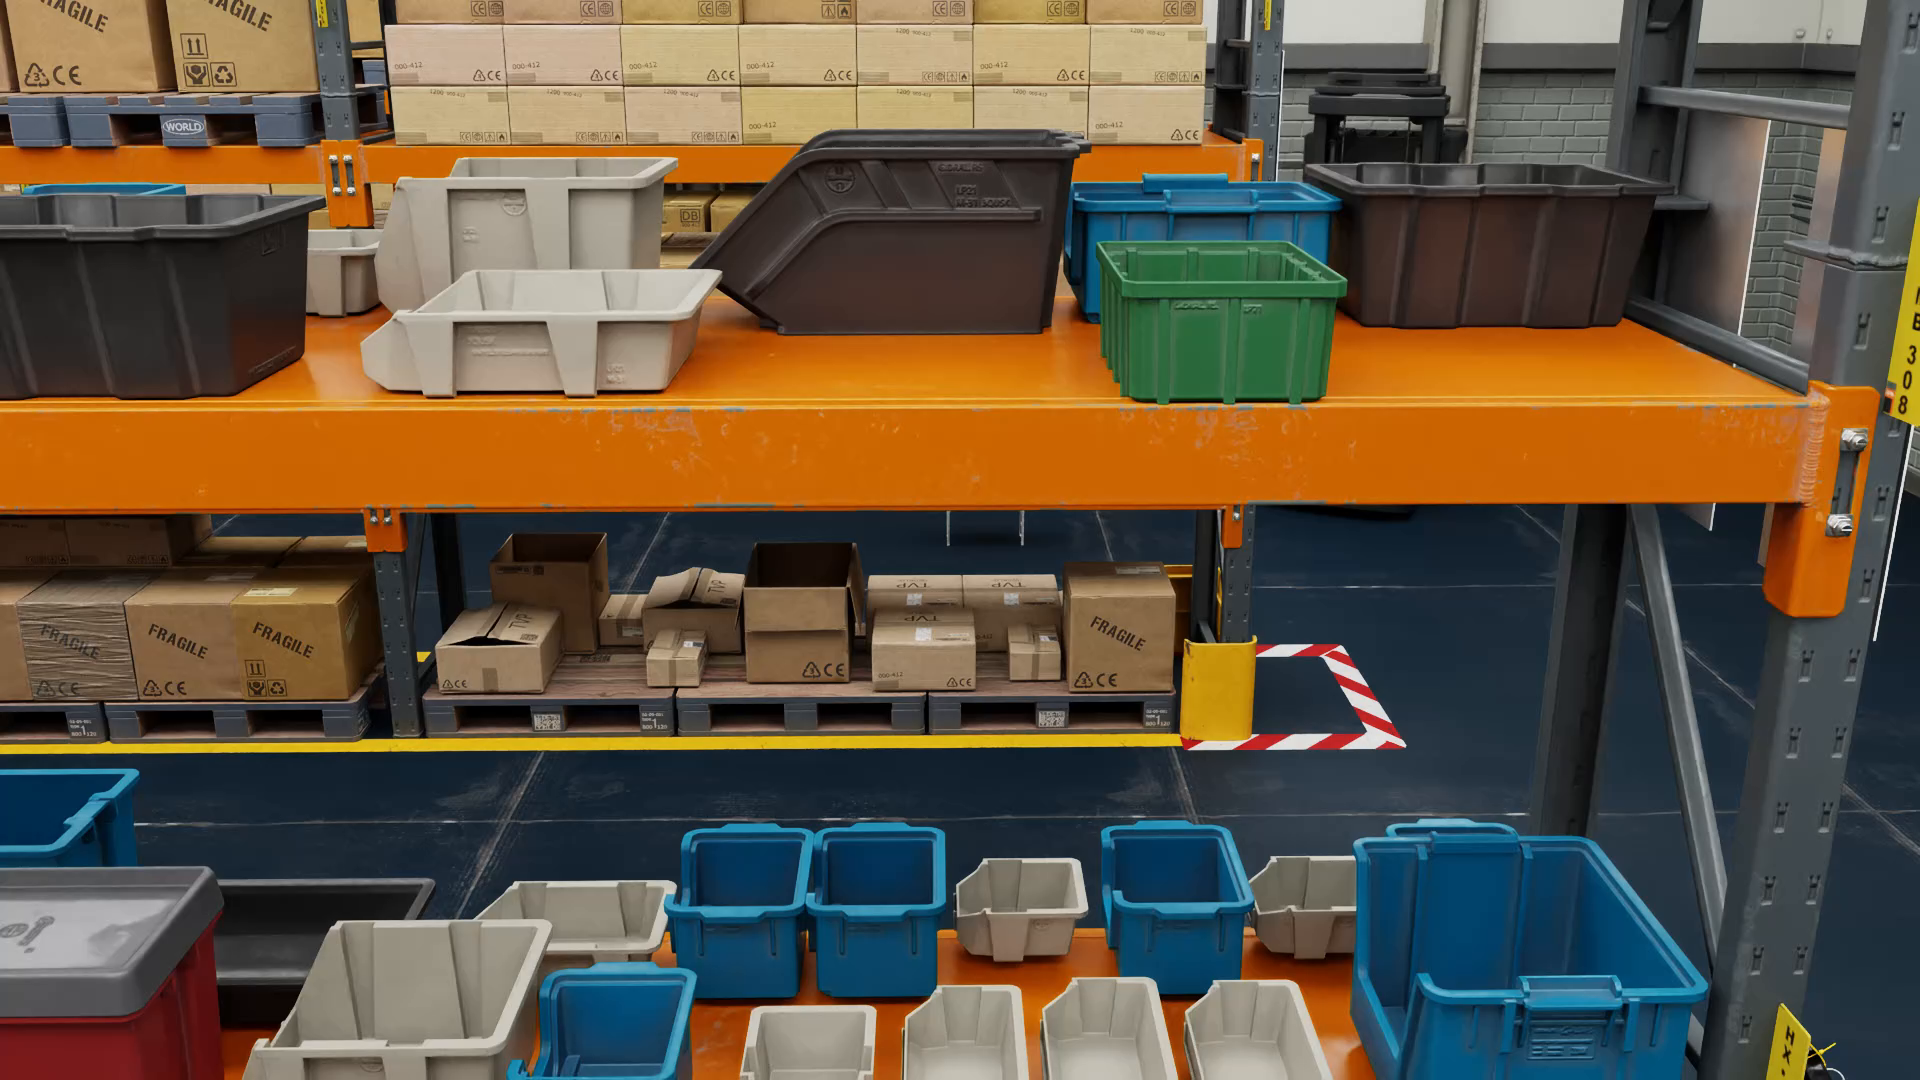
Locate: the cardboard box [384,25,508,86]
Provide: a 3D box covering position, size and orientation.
[{"bbox_3d":[-2.197,-2.140,7.324,0.500,0.250,0.500,0,18,-1],"label":"cardboard box"}]

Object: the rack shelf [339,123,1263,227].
[{"bbox_3d":[-0.687,-1.714,7.747,4.000,0.370,1.077,0,18,-1],"label":"rack shelf"}]

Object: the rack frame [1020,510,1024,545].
[{"bbox_3d":[0.409,-0.573,10.870,0.015,1.200,0.240,0,18,-1],"label":"rack frame"}]

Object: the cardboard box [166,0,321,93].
[{"bbox_3d":[-3.192,-2.362,7.575,0.600,0.600,0.600,-2,18,-6],"label":"cardboard box"}]

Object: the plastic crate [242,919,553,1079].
[{"bbox_3d":[-1.083,0.971,3.205,0.530,0.282,0.437,0,18,-1],"label":"plastic crate"}]

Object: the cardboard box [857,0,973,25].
[{"bbox_3d":[-0.200,-2.571,7.439,0.500,0.500,0.700,0,18,-1],"label":"cardboard box"}]

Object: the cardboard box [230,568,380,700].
[{"bbox_3d":[-3.176,0.452,8.099,0.500,0.500,0.500,0,18,-1],"label":"cardboard box"}]

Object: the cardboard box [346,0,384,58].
[{"bbox_3d":[-4.206,-3.824,12.262,0.500,0.500,0.700,-1,18,-2],"label":"cardboard box"}]

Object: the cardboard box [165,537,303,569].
[{"bbox_3d":[-3.708,0.296,8.586,0.500,0.500,0.500,0,18,0],"label":"cardboard box"}]

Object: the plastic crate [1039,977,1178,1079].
[{"bbox_3d":[0.284,1.028,3.265,0.243,0.136,0.396,0,18,-1],"label":"plastic crate"}]

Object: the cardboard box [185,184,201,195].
[{"bbox_3d":[-5.773,-2.594,12.313,0.500,0.250,0.500,-1,18,-2],"label":"cardboard box"}]

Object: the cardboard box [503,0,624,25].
[{"bbox_3d":[-1.699,-2.544,7.355,0.500,0.500,0.700,0,18,-1],"label":"cardboard box"}]

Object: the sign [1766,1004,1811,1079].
[{"bbox_3d":[1.412,0.965,2.861,0.005,0.325,0.100,0,18,-1],"label":"sign"}]

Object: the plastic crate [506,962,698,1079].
[{"bbox_3d":[-0.662,1.014,3.150,0.300,0.233,0.416,0,18,-1],"label":"plastic crate"}]

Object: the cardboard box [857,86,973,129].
[{"bbox_3d":[-0.197,-1.906,7.414,0.500,0.250,0.500,0,18,-1],"label":"cardboard box"}]

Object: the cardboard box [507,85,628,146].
[{"bbox_3d":[-1.697,-1.903,7.405,0.500,0.250,0.500,0,18,-1],"label":"cardboard box"}]

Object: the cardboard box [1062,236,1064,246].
[{"bbox_3d":[0.342,-1.235,8.186,0.500,0.500,0.500,0,18,0],"label":"cardboard box"}]

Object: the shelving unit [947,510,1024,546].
[{"bbox_3d":[0.165,-0.572,10.867,0.503,1.200,0.258,0,18,-1],"label":"shelving unit"}]

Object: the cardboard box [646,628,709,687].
[{"bbox_3d":[-1.399,0.578,8.253,0.250,0.166,0.380,0,18,-1],"label":"cardboard box"}]

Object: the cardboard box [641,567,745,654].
[{"bbox_3d":[-1.372,0.359,8.698,0.500,0.311,0.500,0,18,-1],"label":"cardboard box"}]

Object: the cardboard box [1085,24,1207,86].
[{"bbox_3d":[0.803,-2.152,7.363,0.500,0.250,0.500,0,18,-1],"label":"cardboard box"}]

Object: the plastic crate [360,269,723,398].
[{"bbox_3d":[-0.675,-0.342,2.724,0.530,0.136,0.437,0,18,-1],"label":"plastic crate"}]

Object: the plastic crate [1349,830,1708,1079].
[{"bbox_3d":[1.055,0.888,3.212,0.499,0.435,0.616,0,18,-1],"label":"plastic crate"}]

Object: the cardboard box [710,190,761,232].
[{"bbox_3d":[-1.496,-2.274,12.734,0.700,0.700,0.980,-1,18,-2],"label":"cardboard box"}]

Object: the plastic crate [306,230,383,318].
[{"bbox_3d":[-1.347,-0.531,3.312,0.466,0.136,0.293,0,18,-1],"label":"plastic crate"}]

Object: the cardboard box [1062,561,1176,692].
[{"bbox_3d":[0.773,0.421,8.197,0.500,0.500,0.500,0,18,-1],"label":"cardboard box"}]

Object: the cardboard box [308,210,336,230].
[{"bbox_3d":[-4.738,-2.242,12.442,0.500,0.500,0.500,0,18,1],"label":"cardboard box"}]

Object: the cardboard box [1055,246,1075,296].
[{"bbox_3d":[0.367,-1.073,7.680,0.500,0.500,0.500,0,18,1],"label":"cardboard box"}]

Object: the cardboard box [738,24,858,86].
[{"bbox_3d":[-0.697,-2.144,7.337,0.500,0.250,0.500,0,18,-1],"label":"cardboard box"}]

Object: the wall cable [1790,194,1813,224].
[{"bbox_3d":[6.891,-3.447,12.144,0.112,2.526,3.097,0,18,-1],"label":"wall cable"}]

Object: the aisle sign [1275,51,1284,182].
[{"bbox_3d":[1.386,-1.782,7.437,0.004,0.787,0.394,0,18,-1],"label":"aisle sign"}]

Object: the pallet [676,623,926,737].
[{"bbox_3d":[-0.777,0.700,8.521,1.213,0.211,1.003,0,18,-1],"label":"pallet"}]

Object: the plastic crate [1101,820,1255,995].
[{"bbox_3d":[0.477,0.830,3.725,0.300,0.233,0.416,0,18,-1],"label":"plastic crate"}]

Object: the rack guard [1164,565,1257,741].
[{"bbox_3d":[1.236,0.553,8.506,0.348,0.500,1.175,0,18,-1],"label":"rack guard"}]

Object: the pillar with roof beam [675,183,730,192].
[{"bbox_3d":[-2.015,-3.941,8.600,0.400,9.000,9.100,0,18,-1],"label":"pillar with roof beam"}]

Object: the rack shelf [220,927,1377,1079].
[{"bbox_3d":[-0.613,1.227,3.489,4.000,0.370,1.077,0,18,-1],"label":"rack shelf"}]

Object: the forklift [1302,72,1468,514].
[{"bbox_3d":[3.110,-1.987,12.444,1.130,2.935,3.031,7,19,19],"label":"forklift"}]

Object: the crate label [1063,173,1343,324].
[{"bbox_3d":[0.459,-0.577,3.267,0.502,0.251,0.408,0,18,-1],"label":"crate label"}]

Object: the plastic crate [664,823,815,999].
[{"bbox_3d":[-0.482,0.835,3.711,0.300,0.233,0.416,0,18,-1],"label":"plastic crate"}]

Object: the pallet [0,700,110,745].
[{"bbox_3d":[-4.723,0.732,8.422,1.213,0.211,1.003,0,18,-1],"label":"pallet"}]

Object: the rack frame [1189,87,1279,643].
[{"bbox_3d":[1.312,-0.638,8.125,0.127,3.000,1.000,0,18,-1],"label":"rack frame"}]

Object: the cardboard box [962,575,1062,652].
[{"bbox_3d":[0.264,0.380,8.732,0.500,0.250,0.500,0,18,-1],"label":"cardboard box"}]

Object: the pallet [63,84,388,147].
[{"bbox_3d":[-3.340,-1.976,7.693,1.003,0.211,1.213,0,18,-1],"label":"pallet"}]

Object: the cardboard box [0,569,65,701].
[{"bbox_3d":[-4.680,0.457,8.083,0.500,0.500,0.500,-1,18,-3],"label":"cardboard box"}]

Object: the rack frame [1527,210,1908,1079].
[{"bbox_3d":[1.387,0.875,3.409,0.127,3.000,1.000,0,18,-1],"label":"rack frame"}]
